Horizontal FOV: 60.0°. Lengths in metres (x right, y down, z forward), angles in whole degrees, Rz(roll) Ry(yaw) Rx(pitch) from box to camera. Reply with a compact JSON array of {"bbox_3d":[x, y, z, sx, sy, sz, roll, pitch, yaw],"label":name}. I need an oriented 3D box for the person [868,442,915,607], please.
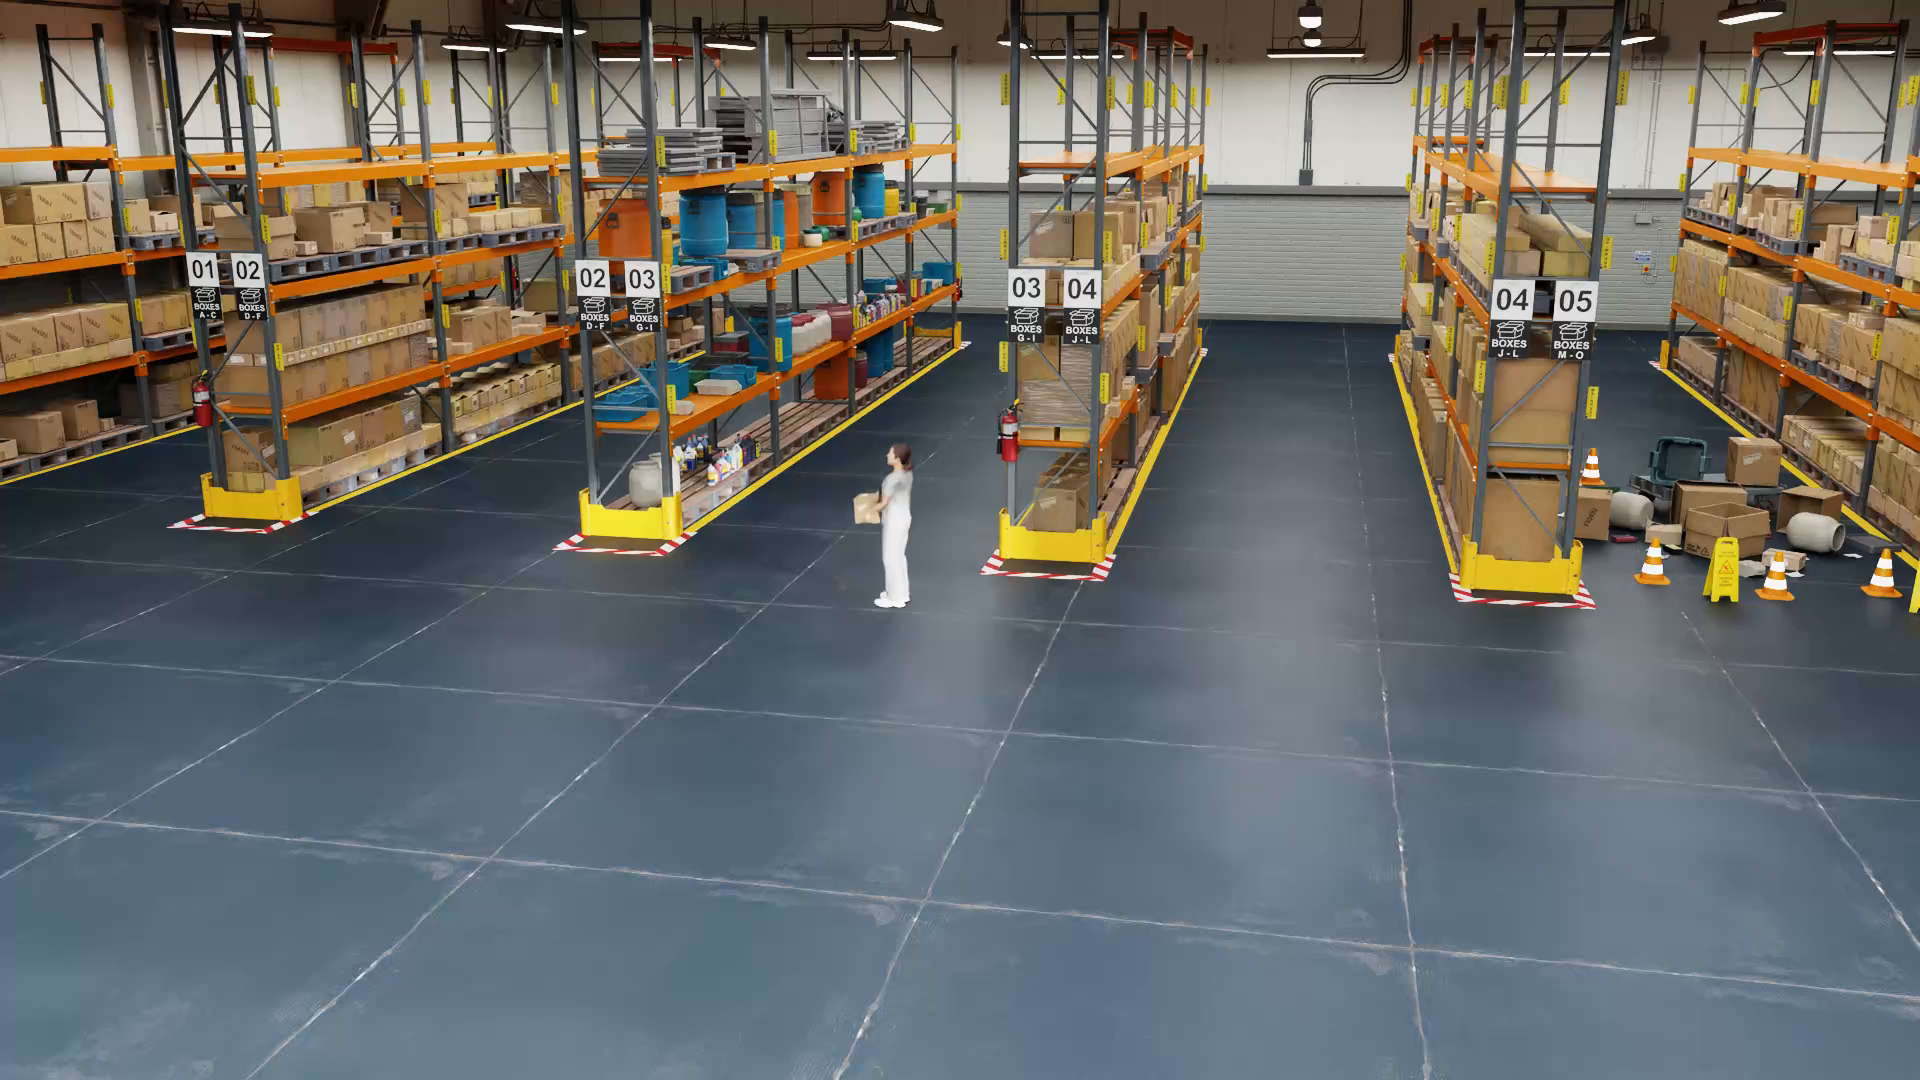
[{"bbox_3d":[-0.701,-0.166,16.648,0.544,1.673,0.445,5,16,19],"label":"person"}]
